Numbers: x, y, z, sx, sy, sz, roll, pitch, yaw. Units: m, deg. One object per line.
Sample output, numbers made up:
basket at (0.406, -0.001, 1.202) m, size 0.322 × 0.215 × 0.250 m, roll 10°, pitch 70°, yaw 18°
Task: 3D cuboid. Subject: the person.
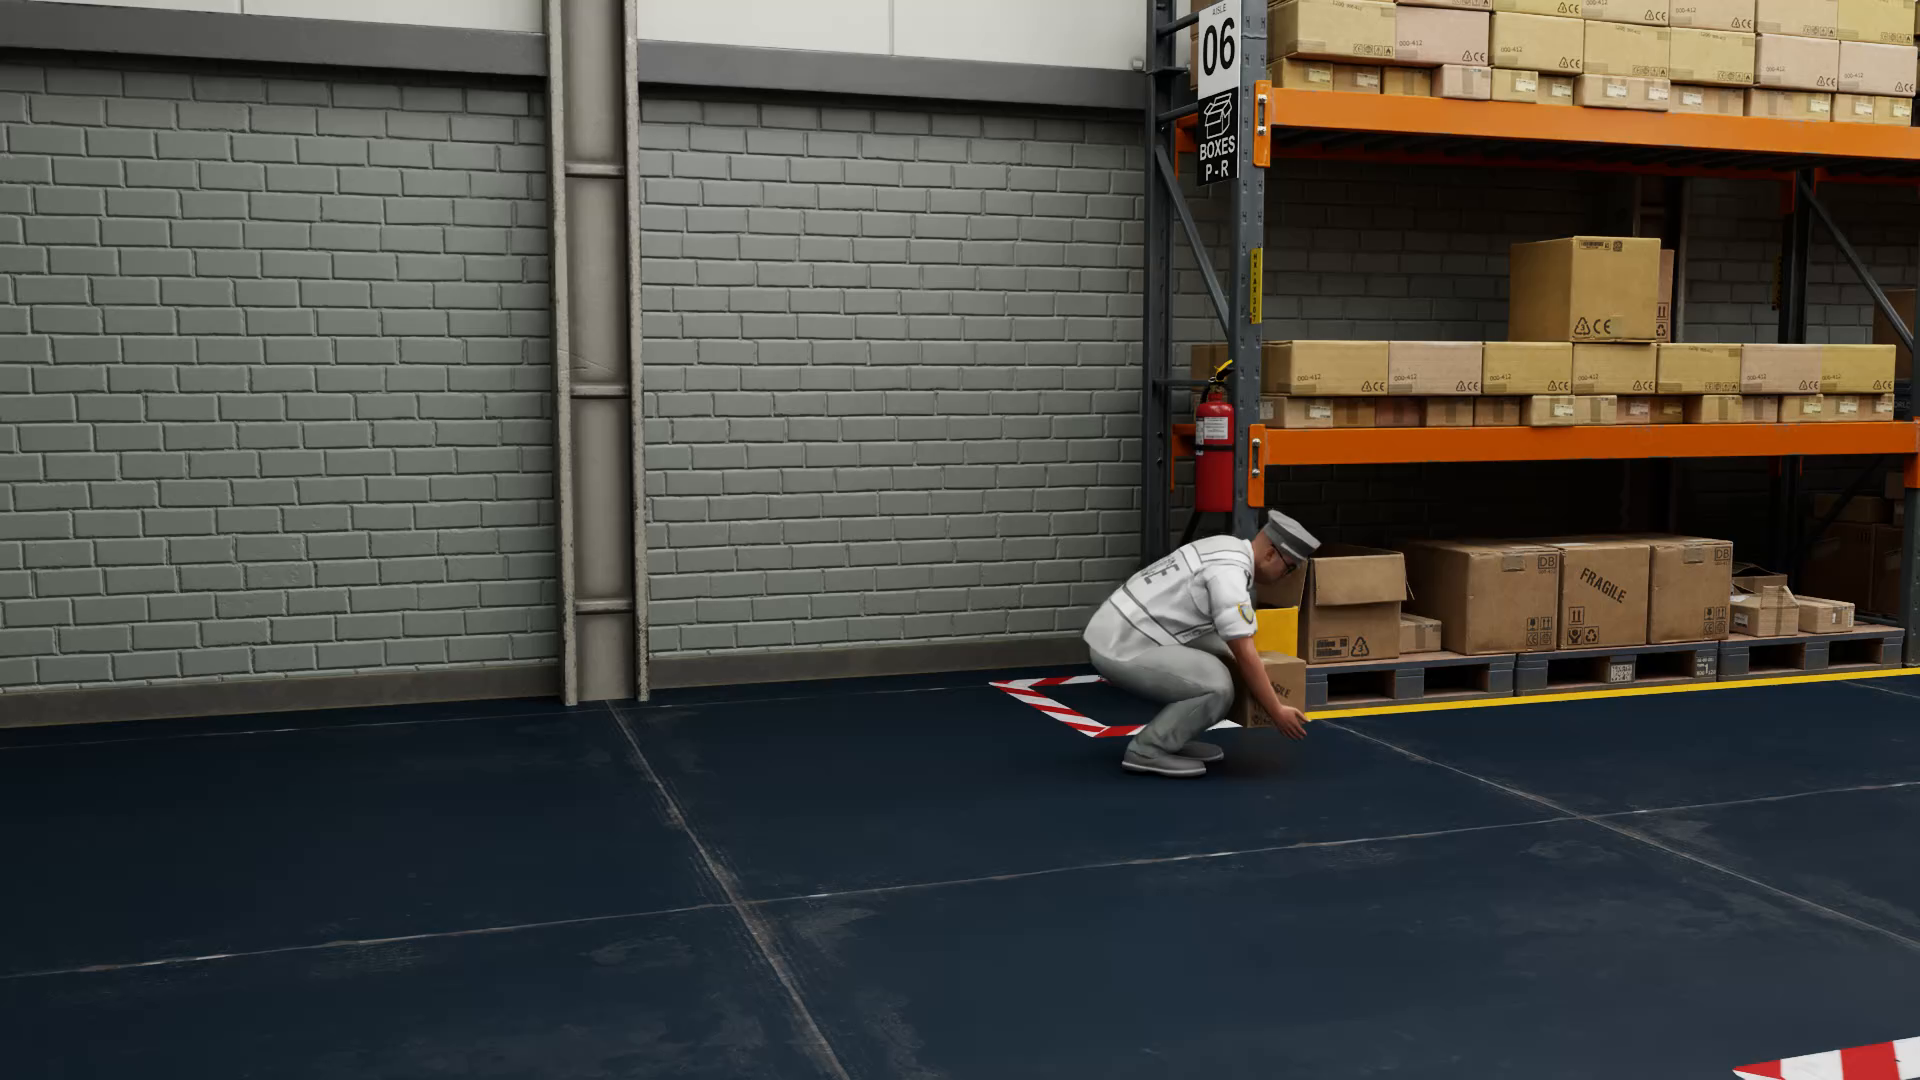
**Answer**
person at (0.952, 0.412, 6.562) m, size 0.905 × 0.987 × 0.576 m, roll 1°, pitch 6°, yaw 15°
